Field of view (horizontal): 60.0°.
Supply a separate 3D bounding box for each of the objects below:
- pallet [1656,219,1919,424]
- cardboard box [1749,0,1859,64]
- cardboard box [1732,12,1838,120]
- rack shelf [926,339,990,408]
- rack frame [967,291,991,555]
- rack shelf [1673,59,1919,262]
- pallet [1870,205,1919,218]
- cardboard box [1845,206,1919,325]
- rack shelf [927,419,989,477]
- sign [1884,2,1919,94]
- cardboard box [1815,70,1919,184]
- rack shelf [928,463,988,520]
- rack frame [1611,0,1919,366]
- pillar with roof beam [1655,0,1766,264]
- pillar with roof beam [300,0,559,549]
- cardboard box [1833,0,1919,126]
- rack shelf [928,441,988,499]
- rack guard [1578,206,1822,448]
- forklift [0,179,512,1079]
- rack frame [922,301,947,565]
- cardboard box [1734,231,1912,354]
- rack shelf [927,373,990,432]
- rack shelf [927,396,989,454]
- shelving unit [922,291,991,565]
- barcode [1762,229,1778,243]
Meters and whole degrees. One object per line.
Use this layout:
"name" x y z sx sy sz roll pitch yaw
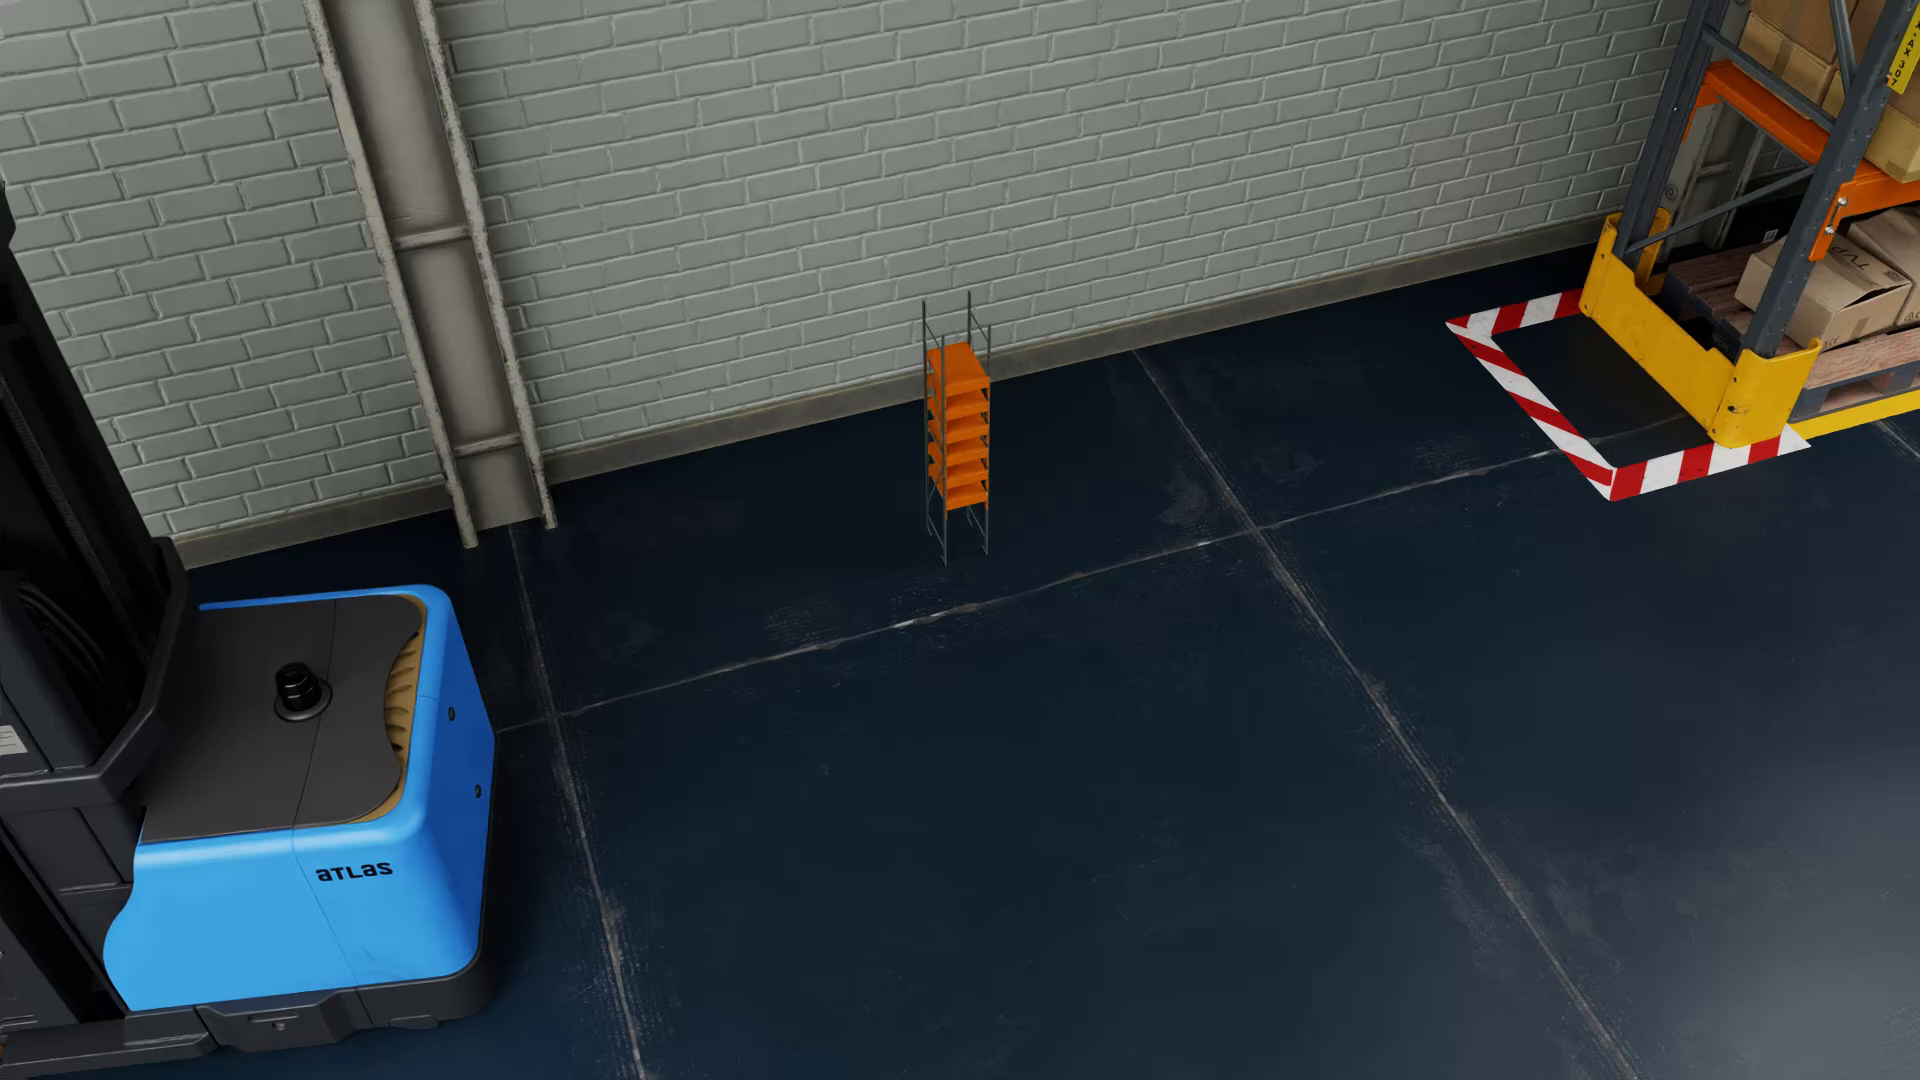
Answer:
"pallet" 4.170 -1.075 7.982 1.213 0.211 1.003 -14 47 -14
"cardboard box" 3.693 -2.343 6.839 0.500 0.500 0.500 -15 47 -14
"cardboard box" 3.696 -2.065 7.092 0.500 0.250 0.500 -14 47 -13
"rack shelf" -0.014 -0.643 6.407 0.180 0.103 0.258 -14 47 -14
"rack frame" 0.072 -0.442 6.653 0.006 1.200 0.240 -14 47 -14
"rack shelf" 5.203 -2.097 7.539 4.000 0.370 1.077 -14 47 -14
"pallet" 5.315 -1.366 8.272 1.213 0.211 1.003 -14 47 -14
"cardboard box" 4.540 -1.319 7.844 0.500 0.311 0.500 -11 46 -11
"rack shelf" -0.014 -0.389 6.662 0.180 0.103 0.258 -14 47 -14
"sign" 3.507 -1.814 6.138 0.005 0.325 0.100 -14 47 -14
"cardboard box" 3.889 -1.730 6.757 0.500 0.250 0.500 -16 47 -15
"rack shelf" -0.014 -0.219 6.832 0.180 0.103 0.258 -14 47 -14
"rack frame" 3.322 -1.870 6.805 0.127 3.000 1.000 -14 47 -14
"pillar with roof beam" 5.149 -1.864 2.564 0.400 9.000 9.100 -14 47 -14
"pillar with roof beam" -0.495 -0.421 1.126 0.400 9.000 9.100 -14 47 -14
"cardboard box" 3.873 -2.003 6.500 0.500 0.500 0.500 -14 47 -14
"rack shelf" -0.014 -0.304 6.747 0.180 0.103 0.258 -14 47 -14
"rack guard" 3.394 -1.005 7.708 0.348 0.500 1.175 -14 47 -14
"forklift" -3.087 0.330 4.661 3.031 2.935 1.130 -5 45 -5
"rack frame" -0.100 -0.398 6.609 0.006 1.200 0.240 -14 47 -14
"cardboard box" 4.003 -1.182 7.707 0.500 0.311 0.500 -19 48 -18
"rack shelf" -0.014 -0.558 6.492 0.180 0.103 0.258 -14 47 -14
"rack shelf" -0.014 -0.473 6.577 0.180 0.103 0.258 -14 47 -14
"shelving unit" -0.014 -0.420 6.631 0.189 1.200 0.258 -14 47 -14
"barcode" 3.885 -1.456 7.974 0.075 0.075 0.001 -14 47 -14
